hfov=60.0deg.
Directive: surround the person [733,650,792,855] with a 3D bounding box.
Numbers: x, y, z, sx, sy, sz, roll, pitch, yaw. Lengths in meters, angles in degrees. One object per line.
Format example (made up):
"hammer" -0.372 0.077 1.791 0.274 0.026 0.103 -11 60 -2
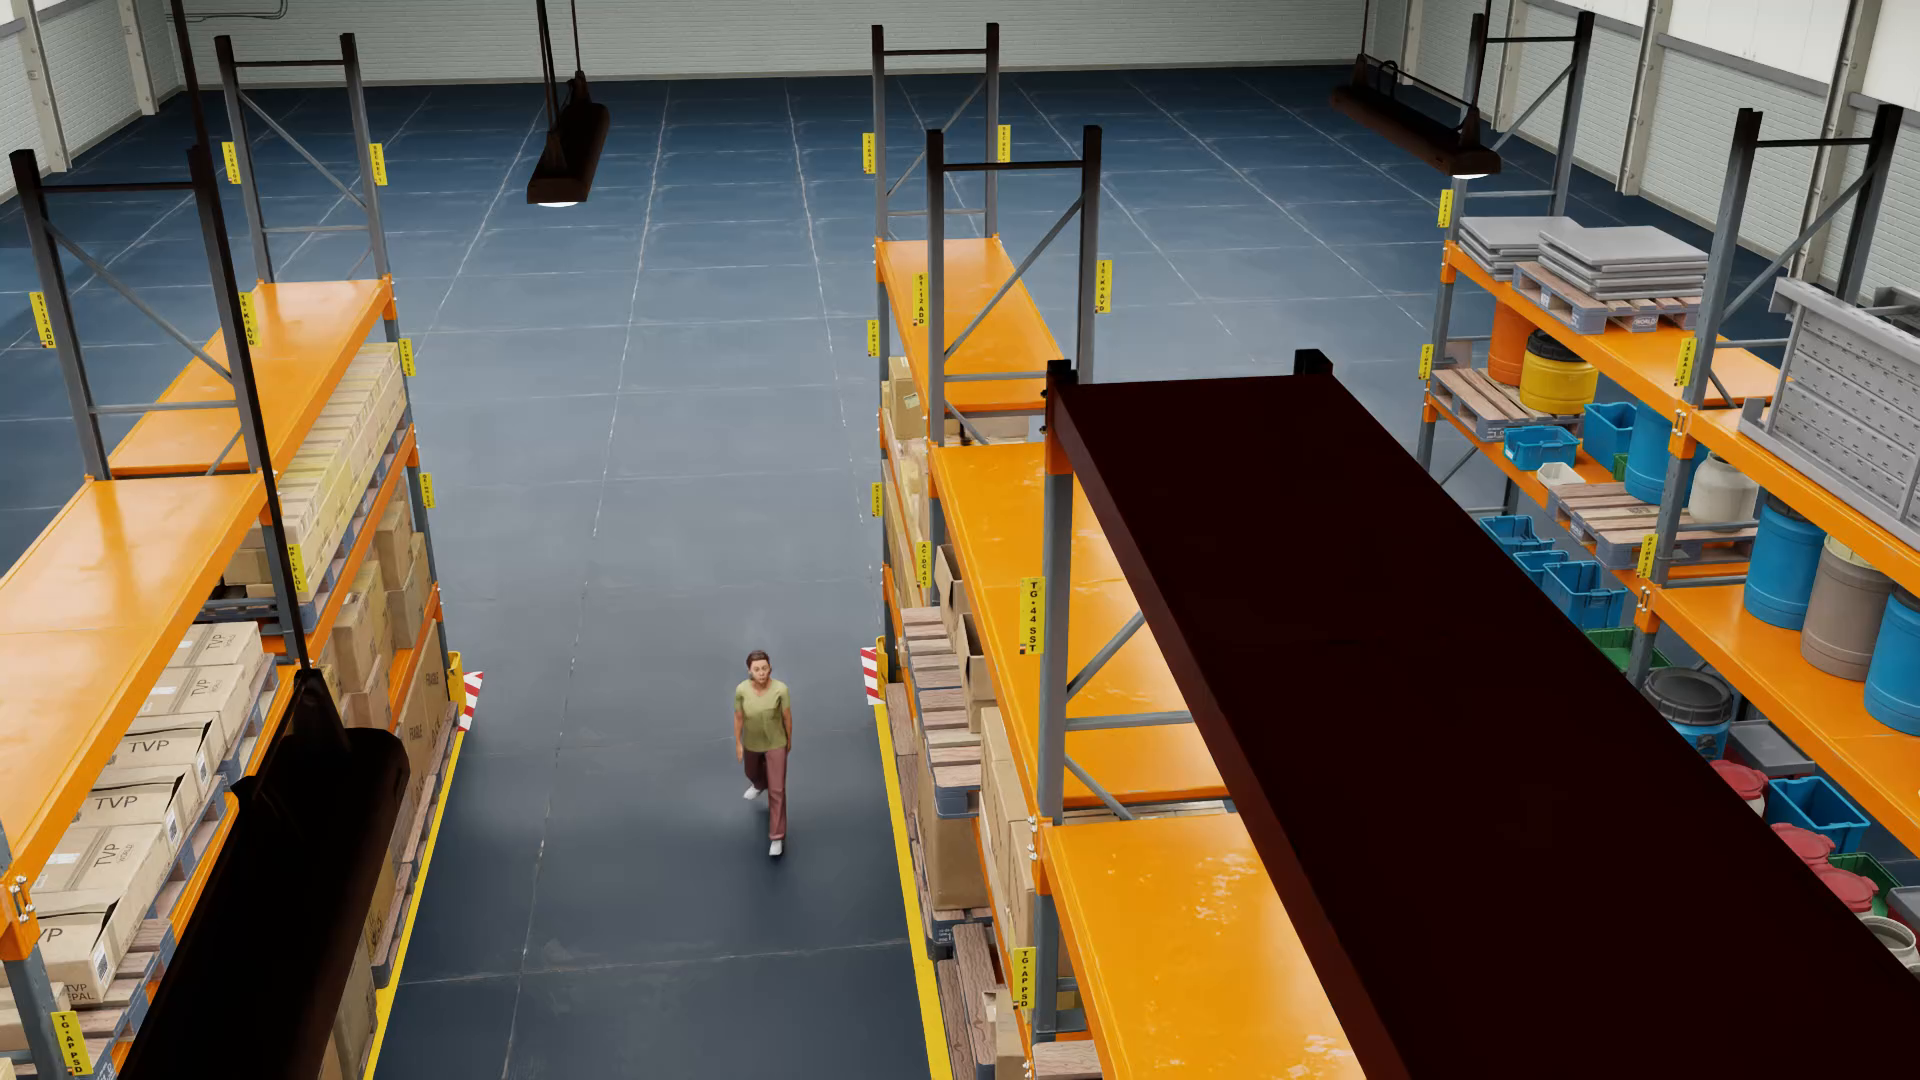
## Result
"person" -1.583 1.592 13.248 0.502 1.644 0.918 4 26 8
